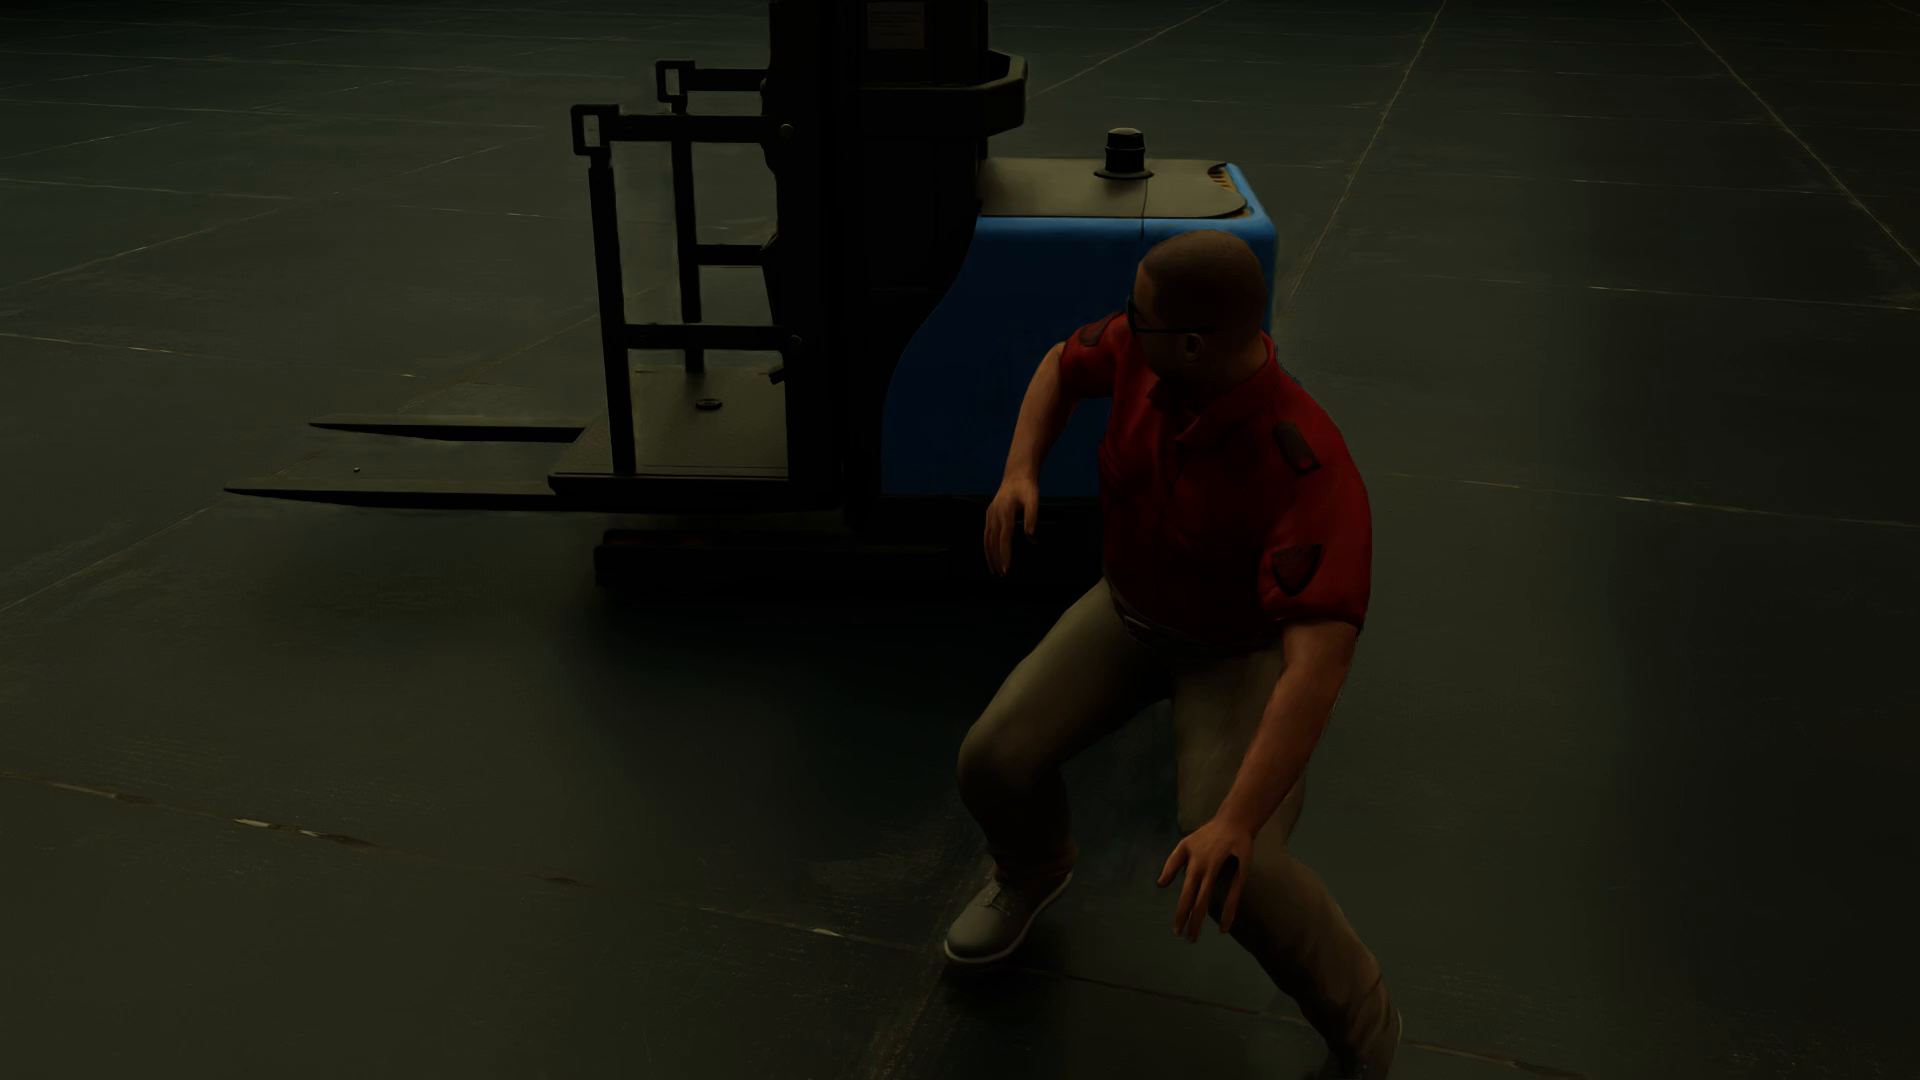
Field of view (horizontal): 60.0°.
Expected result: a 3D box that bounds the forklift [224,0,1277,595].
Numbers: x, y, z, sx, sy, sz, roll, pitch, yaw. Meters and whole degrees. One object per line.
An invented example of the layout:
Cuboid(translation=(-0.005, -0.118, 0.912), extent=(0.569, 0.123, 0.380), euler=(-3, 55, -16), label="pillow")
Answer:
Cuboid(translation=(-0.644, -1.397, 4.664), extent=(3.031, 2.935, 1.130), euler=(1, 22, 3), label="forklift")

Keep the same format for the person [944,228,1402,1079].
Cuboid(translation=(0.333, 0.241, 2.704), extent=(0.840, 1.513, 0.849), euler=(19, 29, 38), label="person")
